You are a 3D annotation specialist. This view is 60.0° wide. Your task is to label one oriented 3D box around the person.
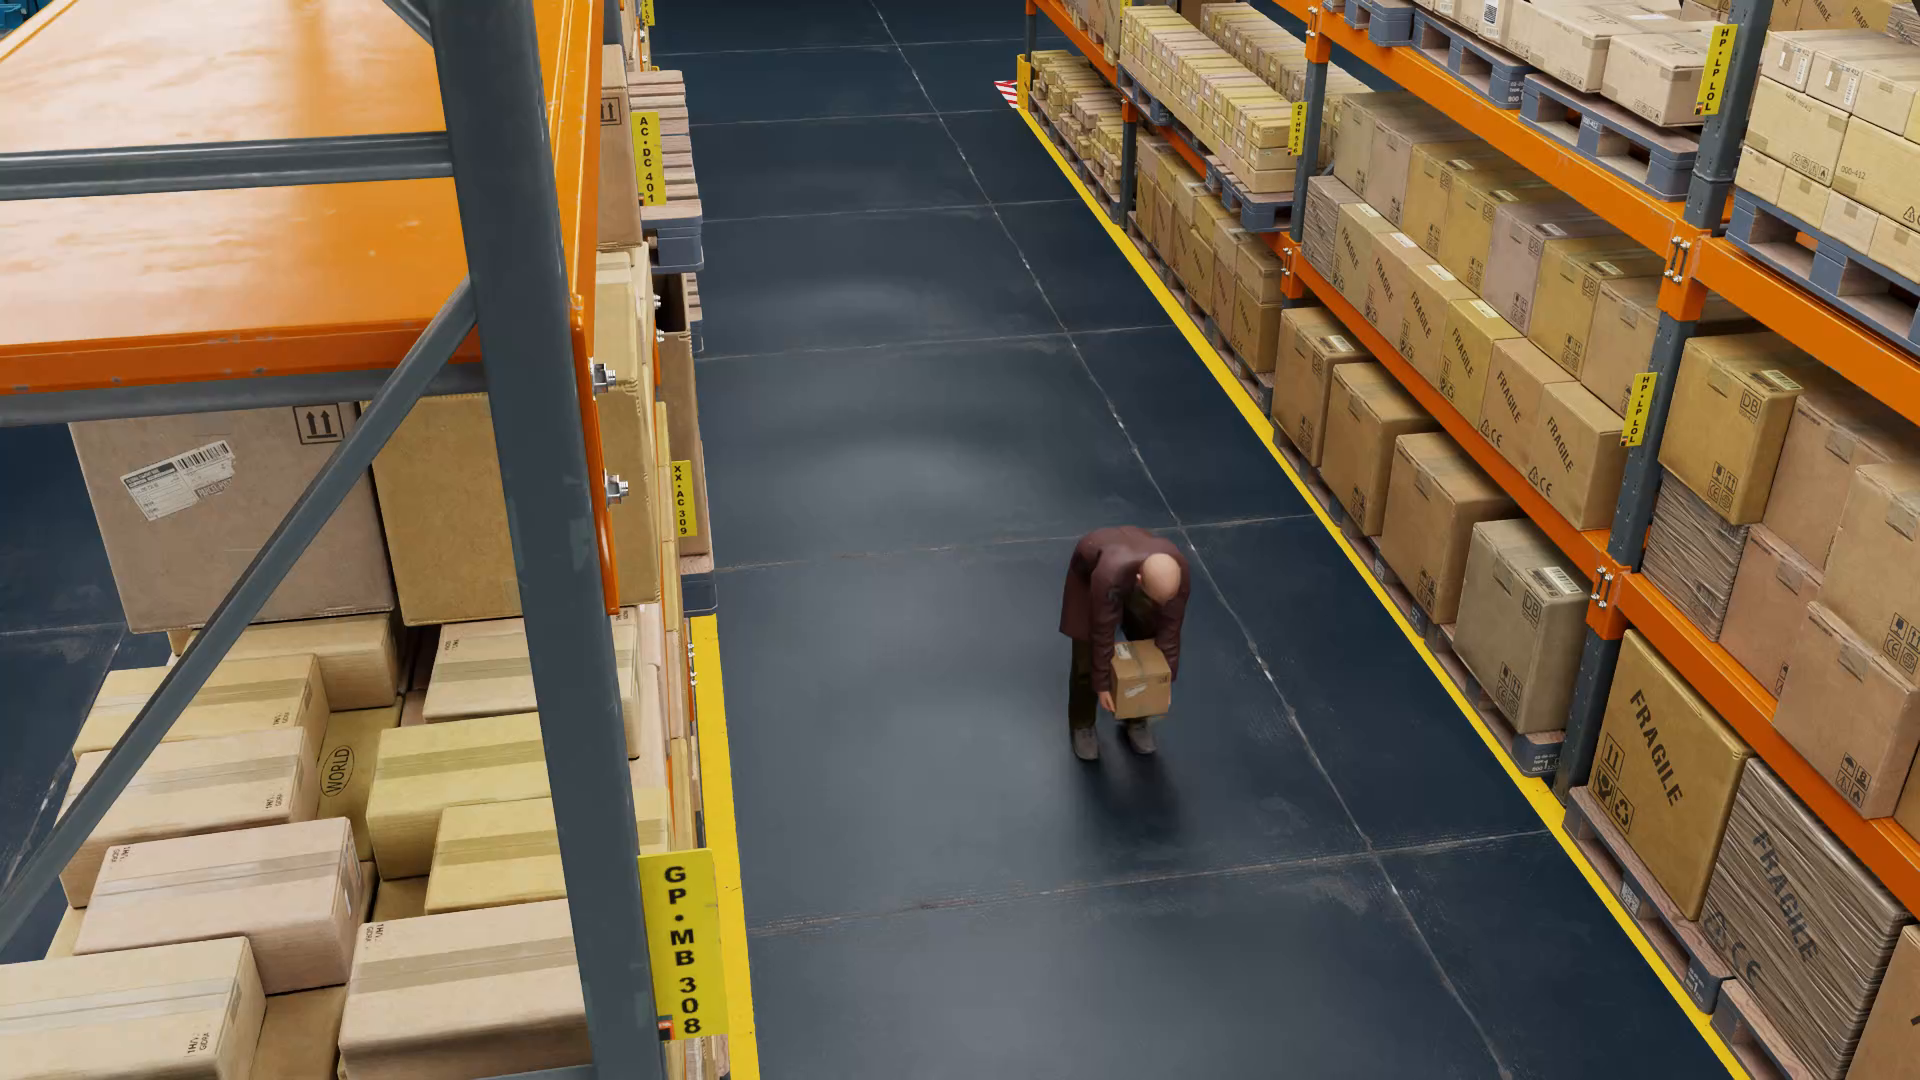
[{"bbox_3d":[0.778,0.504,7.727,0.554,1.344,0.891,-6,31,-10],"label":"person"}]
